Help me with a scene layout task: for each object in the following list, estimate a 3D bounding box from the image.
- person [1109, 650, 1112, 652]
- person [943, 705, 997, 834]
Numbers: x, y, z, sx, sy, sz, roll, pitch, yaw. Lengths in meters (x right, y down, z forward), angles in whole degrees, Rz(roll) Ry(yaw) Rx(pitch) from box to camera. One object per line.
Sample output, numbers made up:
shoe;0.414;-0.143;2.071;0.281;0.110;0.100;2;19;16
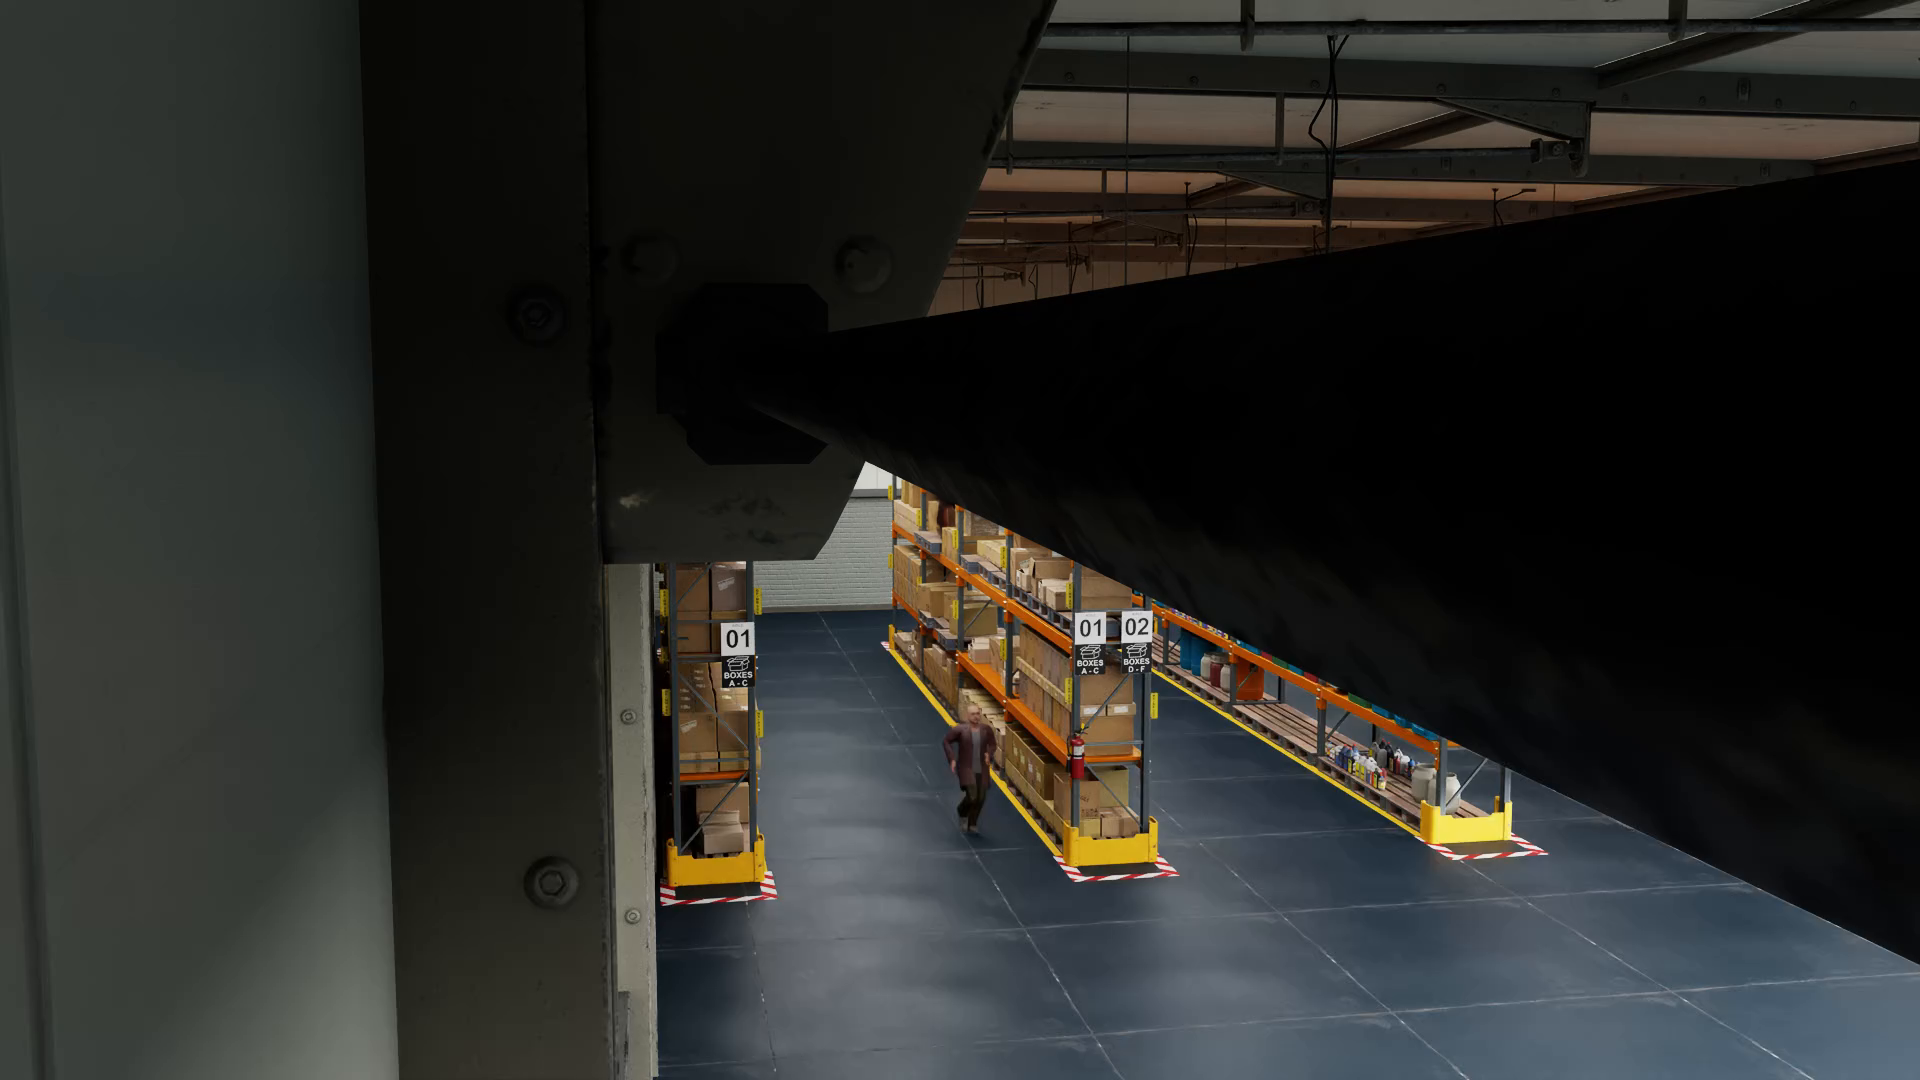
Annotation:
person;2.696;2.087;31.698;0.577;1.640;0.859;-2;6;-18
person;0.185;3.073;22.109;0.692;1.742;0.656;-2;7;-20
